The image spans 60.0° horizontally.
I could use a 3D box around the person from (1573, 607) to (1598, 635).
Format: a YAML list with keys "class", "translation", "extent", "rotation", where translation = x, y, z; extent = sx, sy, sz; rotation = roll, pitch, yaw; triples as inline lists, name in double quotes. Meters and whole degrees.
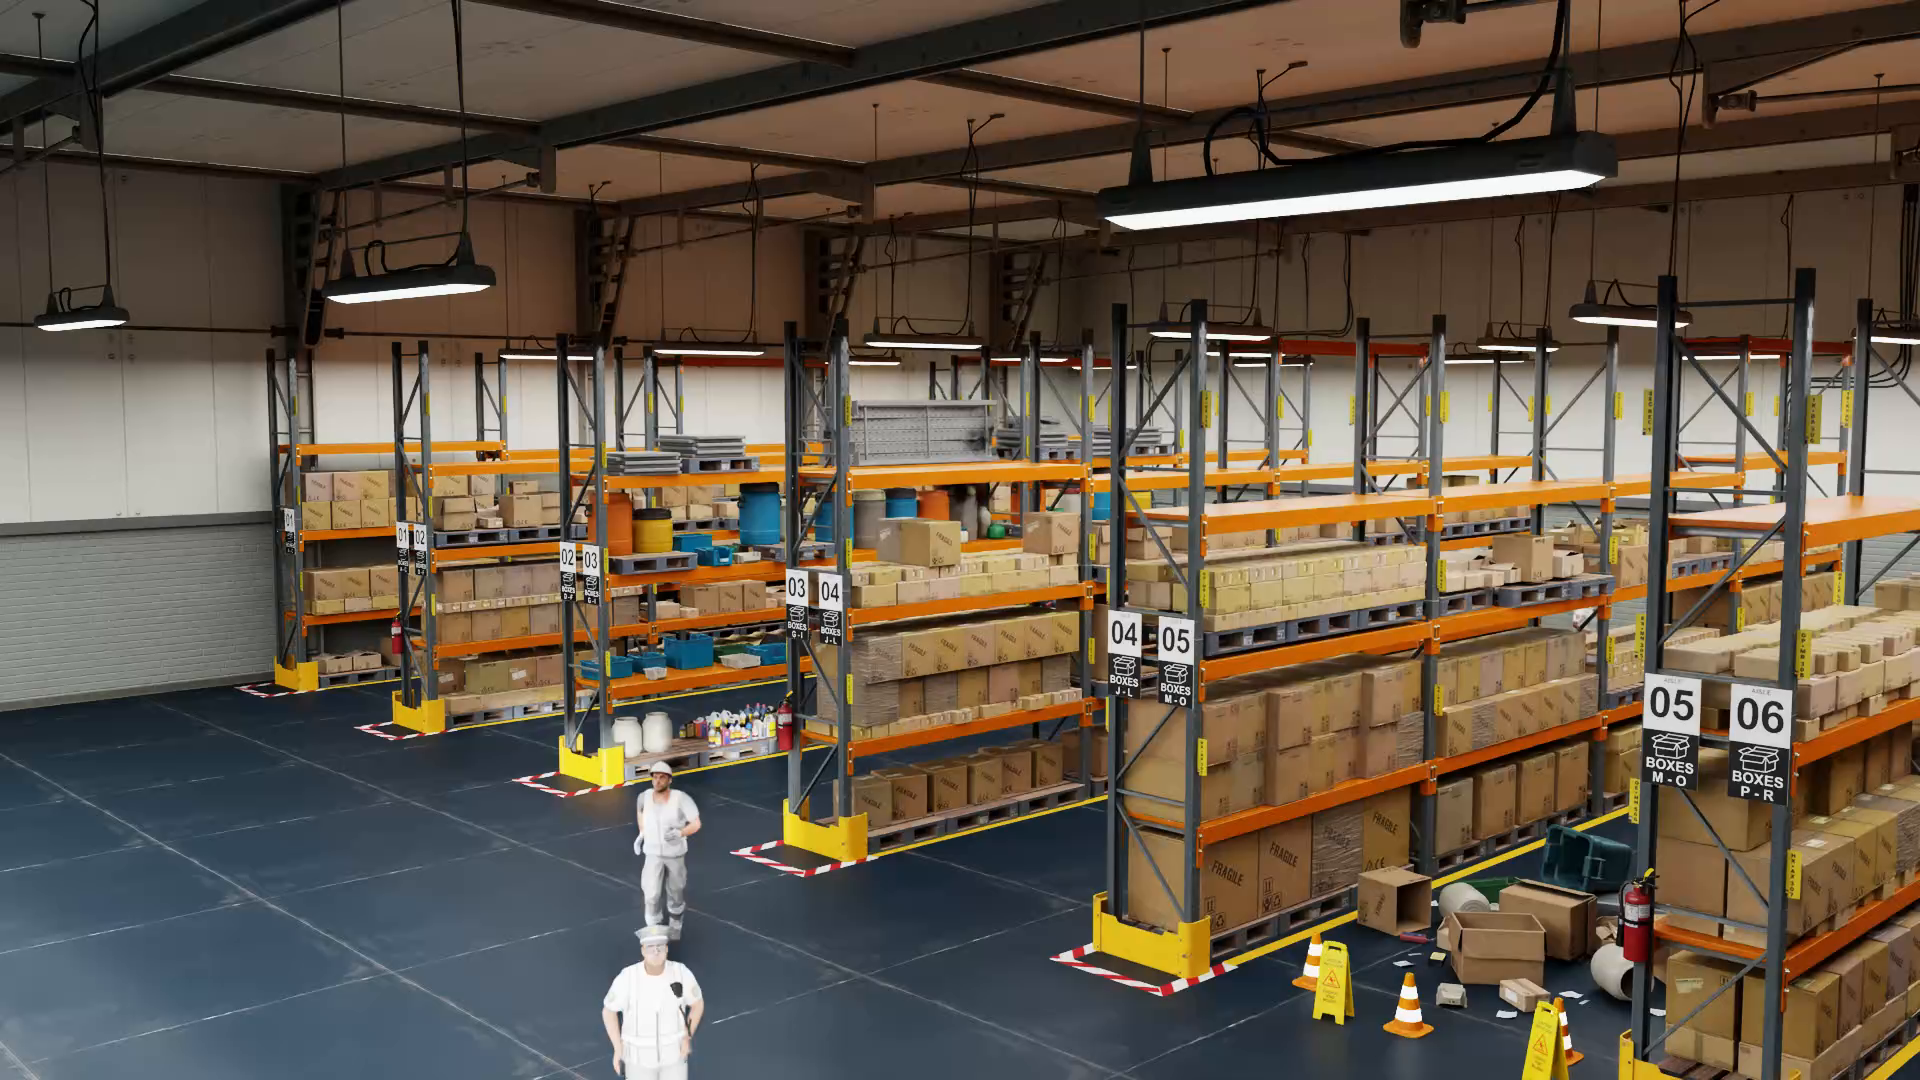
- class: "person"
  translation: [11.239, 1.788, 29.935]
  extent: [0.616, 1.727, 0.780]
  rotation: [-2, 6, -26]

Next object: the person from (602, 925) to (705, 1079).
- class: "person"
  translation: [-2.000, 3.316, 10.928]
  extent: [0.664, 1.644, 0.602]
  rotation: [-2, 5, -17]

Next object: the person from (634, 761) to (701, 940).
- class: "person"
  translation: [-2.707, 2.946, 15.404]
  extent: [0.636, 1.837, 0.772]
  rotation: [0, 5, 2]
